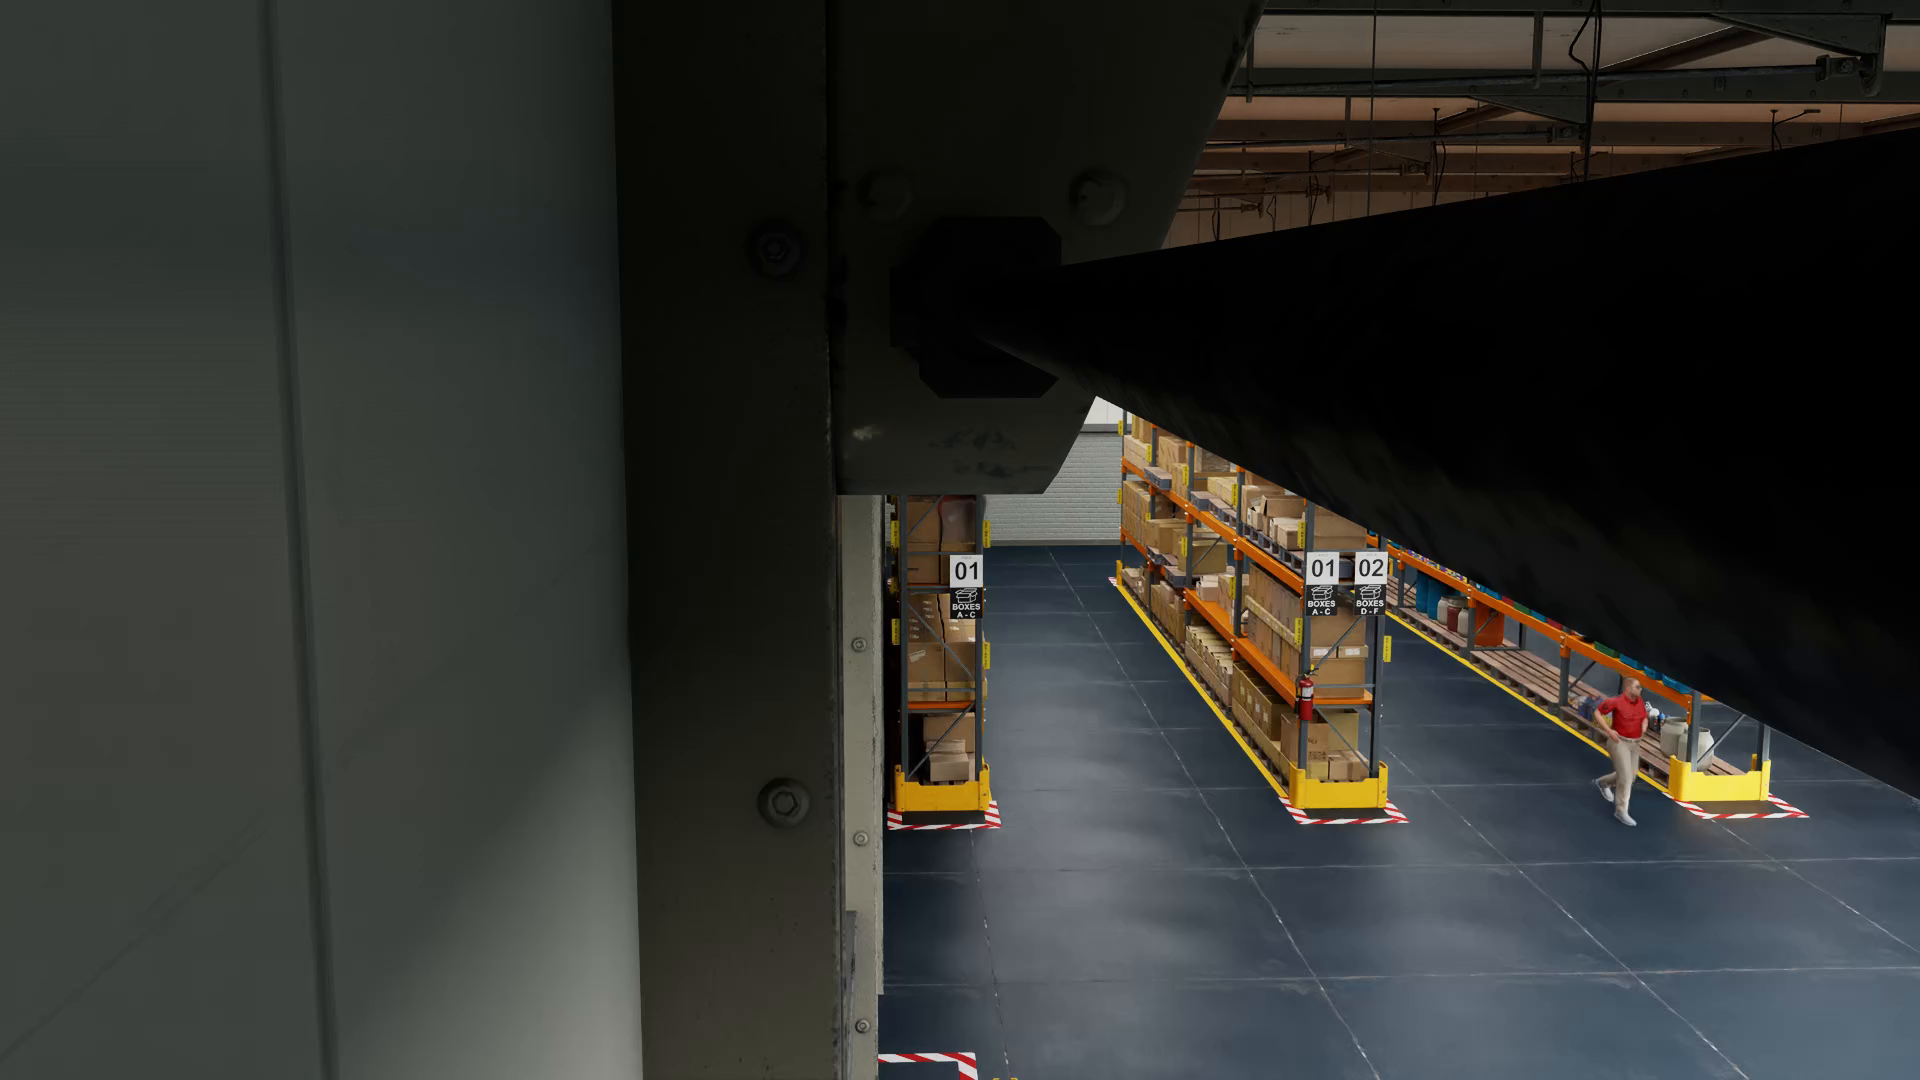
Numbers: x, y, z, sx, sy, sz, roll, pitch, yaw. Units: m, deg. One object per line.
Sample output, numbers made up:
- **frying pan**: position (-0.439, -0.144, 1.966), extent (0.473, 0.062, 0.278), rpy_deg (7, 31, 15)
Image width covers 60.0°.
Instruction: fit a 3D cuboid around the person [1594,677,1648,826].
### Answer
- **person**: position (8.159, 2.531, 20.334), extent (0.685, 1.717, 0.868), rpy_deg (-4, 9, -26)
